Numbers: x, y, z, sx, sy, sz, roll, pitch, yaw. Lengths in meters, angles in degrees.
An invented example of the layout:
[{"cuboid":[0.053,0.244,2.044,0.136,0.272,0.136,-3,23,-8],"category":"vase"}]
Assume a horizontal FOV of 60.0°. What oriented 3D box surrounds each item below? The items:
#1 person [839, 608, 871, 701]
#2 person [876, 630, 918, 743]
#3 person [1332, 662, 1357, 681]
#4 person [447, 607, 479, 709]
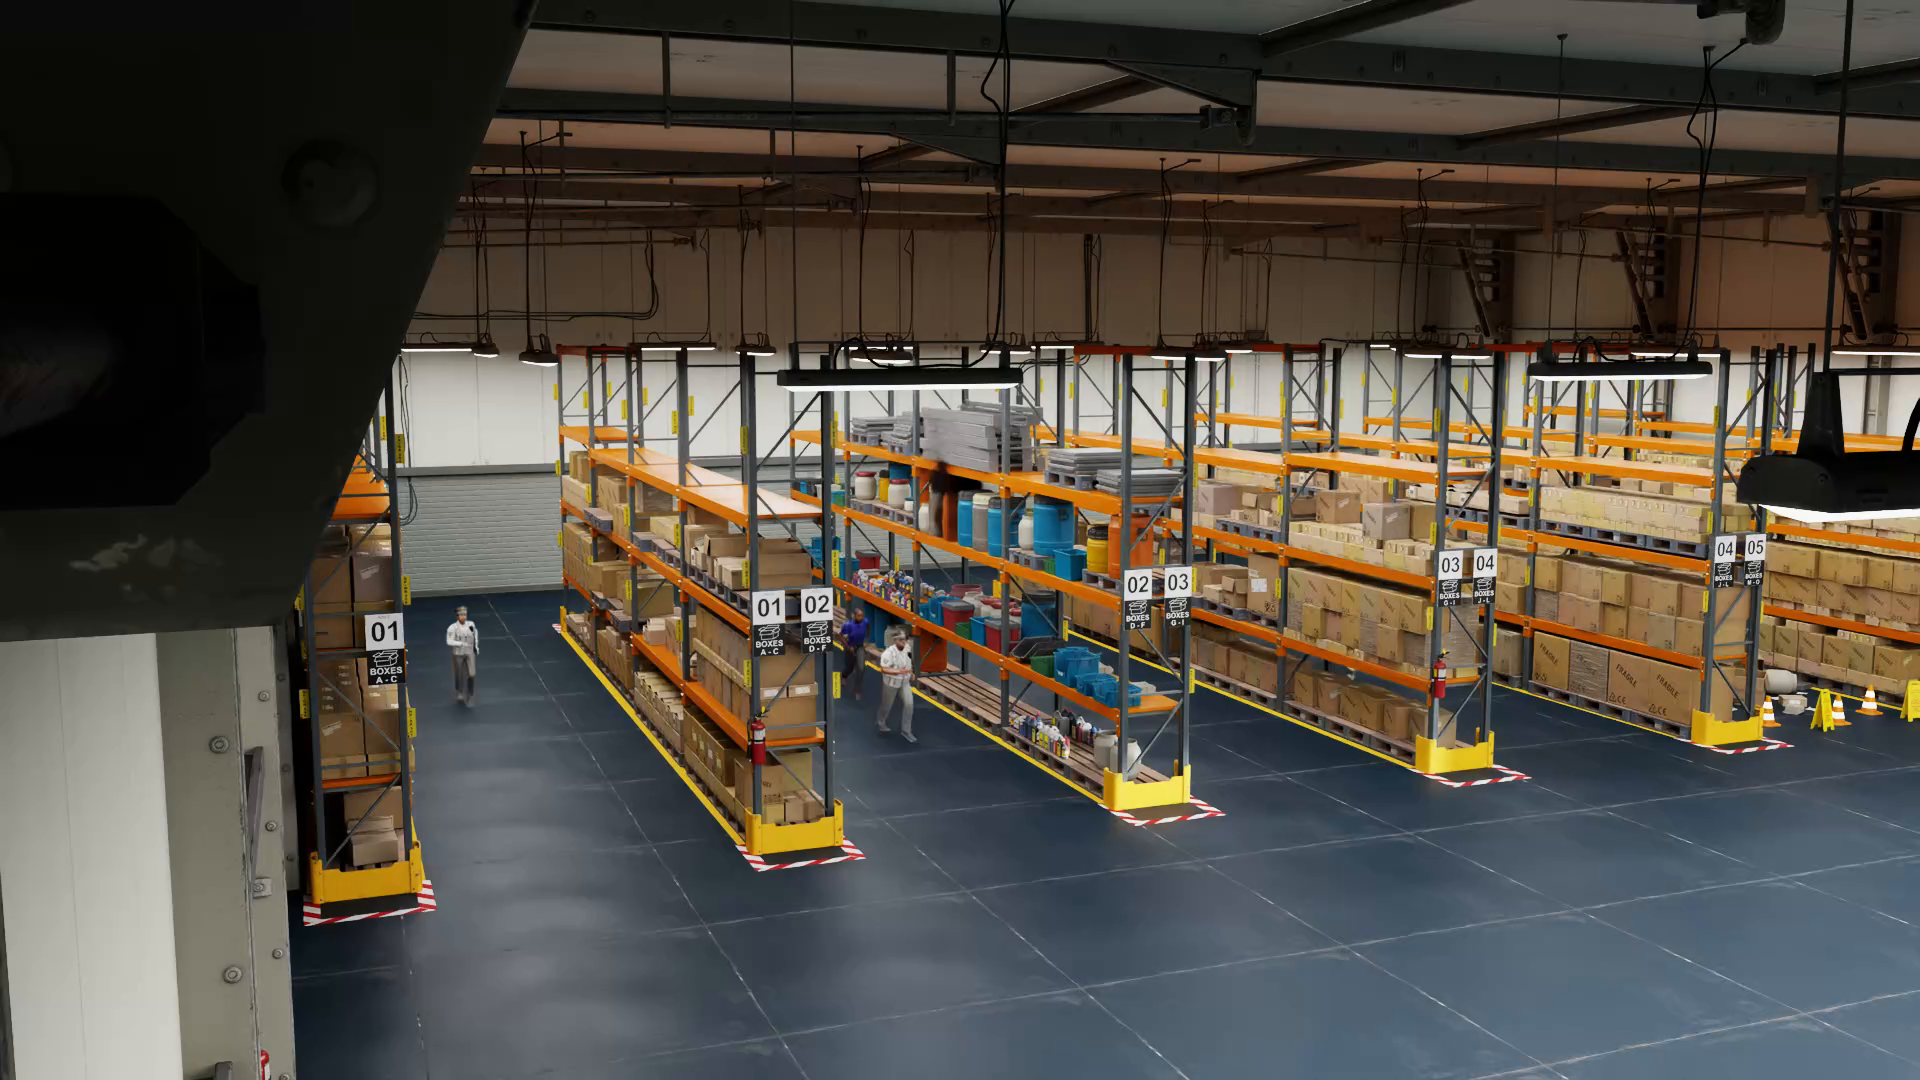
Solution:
[{"cuboid":[-1.852,1.921,28.759,0.599,1.620,0.960,-4,8,-26],"category":"person"},{"cuboid":[-0.987,2.217,25.701,0.667,1.756,0.998,-4,8,-29],"category":"person"},{"cuboid":[6.963,1.732,29.728,0.651,1.722,0.887,-4,8,-31],"category":"person"},{"cuboid":[-8.335,1.959,27.914,0.556,1.738,0.812,-3,8,-25],"category":"person"}]
